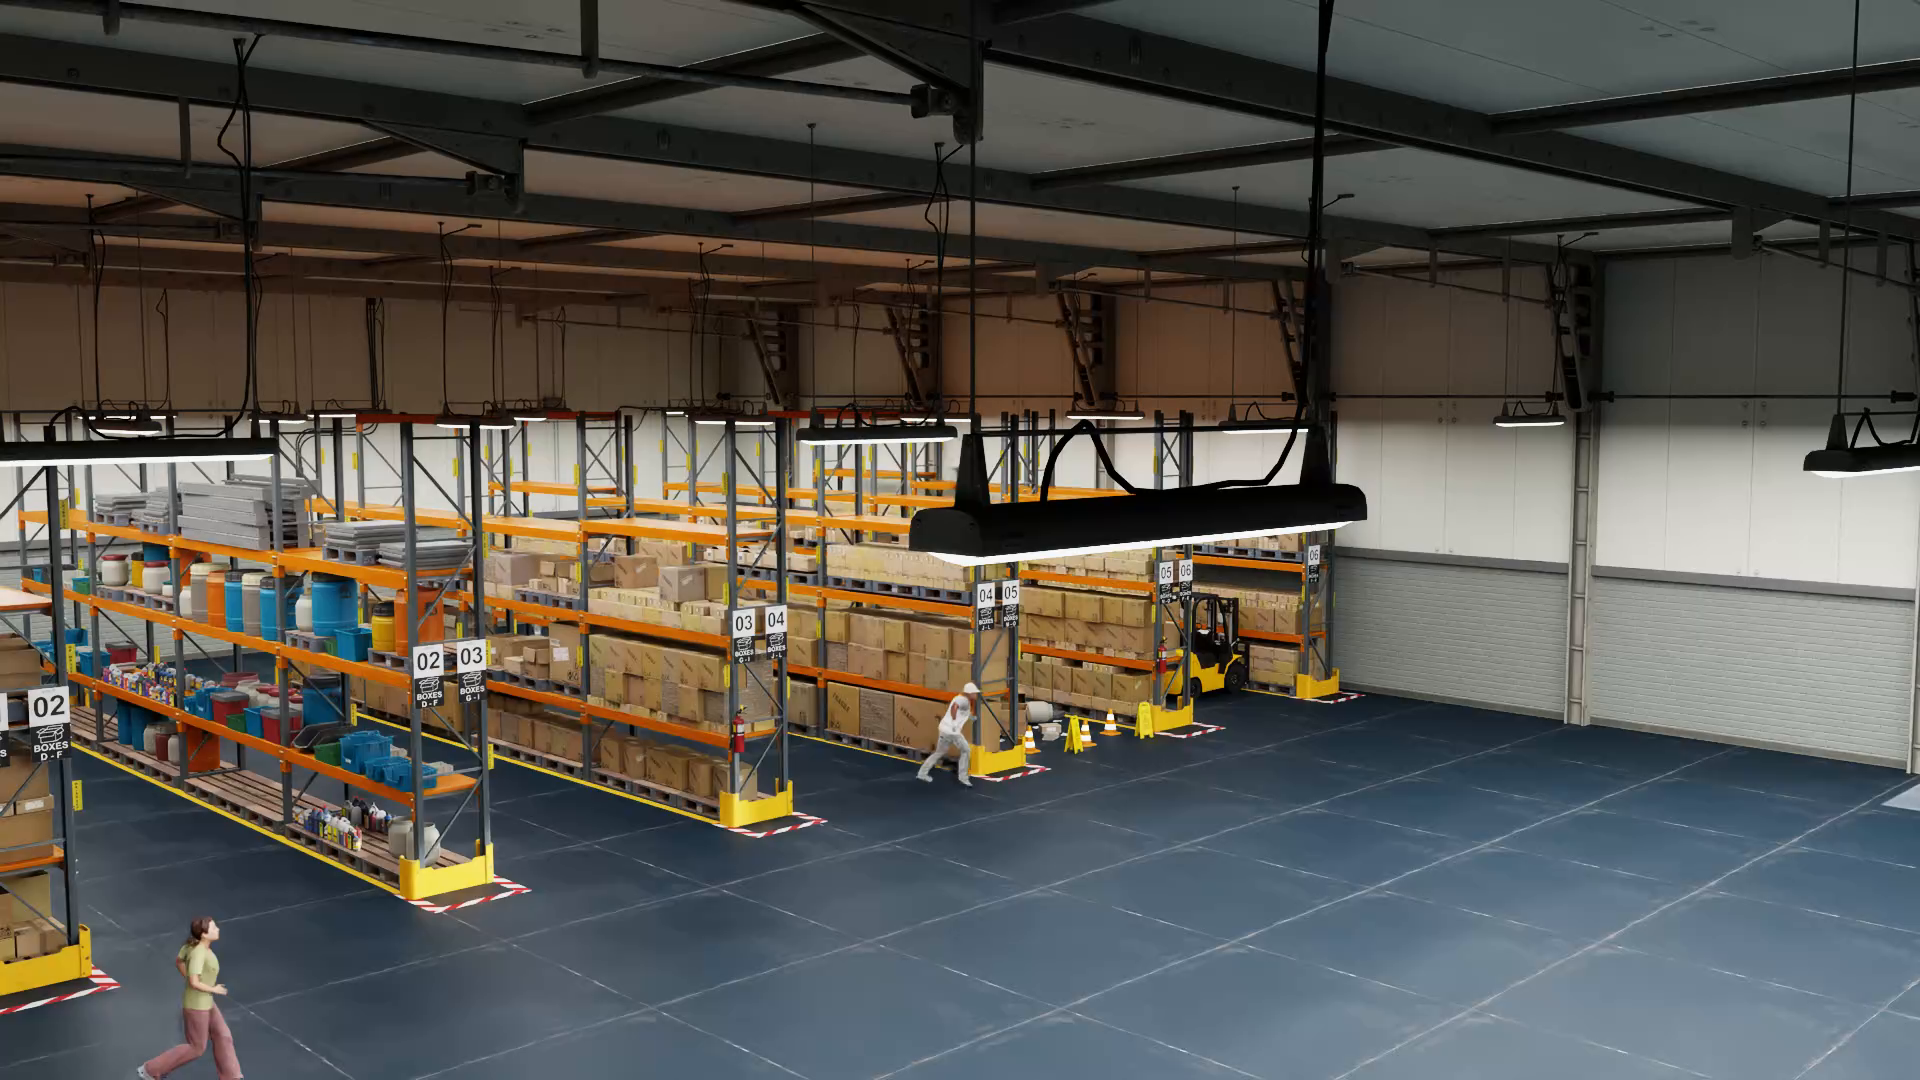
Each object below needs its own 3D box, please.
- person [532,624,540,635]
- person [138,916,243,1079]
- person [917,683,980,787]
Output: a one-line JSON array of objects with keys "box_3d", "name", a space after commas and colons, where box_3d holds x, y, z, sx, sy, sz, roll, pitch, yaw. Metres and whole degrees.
[{"box_3d": [-10.834, 1.779, 42.466, 0.644, 1.751, 0.629, 2, 5, 22], "name": "person"}, {"box_3d": [-6.873, 4.209, 14.947, 0.966, 1.662, 0.600, -2, 5, -24], "name": "person"}, {"box_3d": [-0.181, 3.185, 26.902, 1.038, 1.729, 0.729, -1, 5, -13], "name": "person"}]
